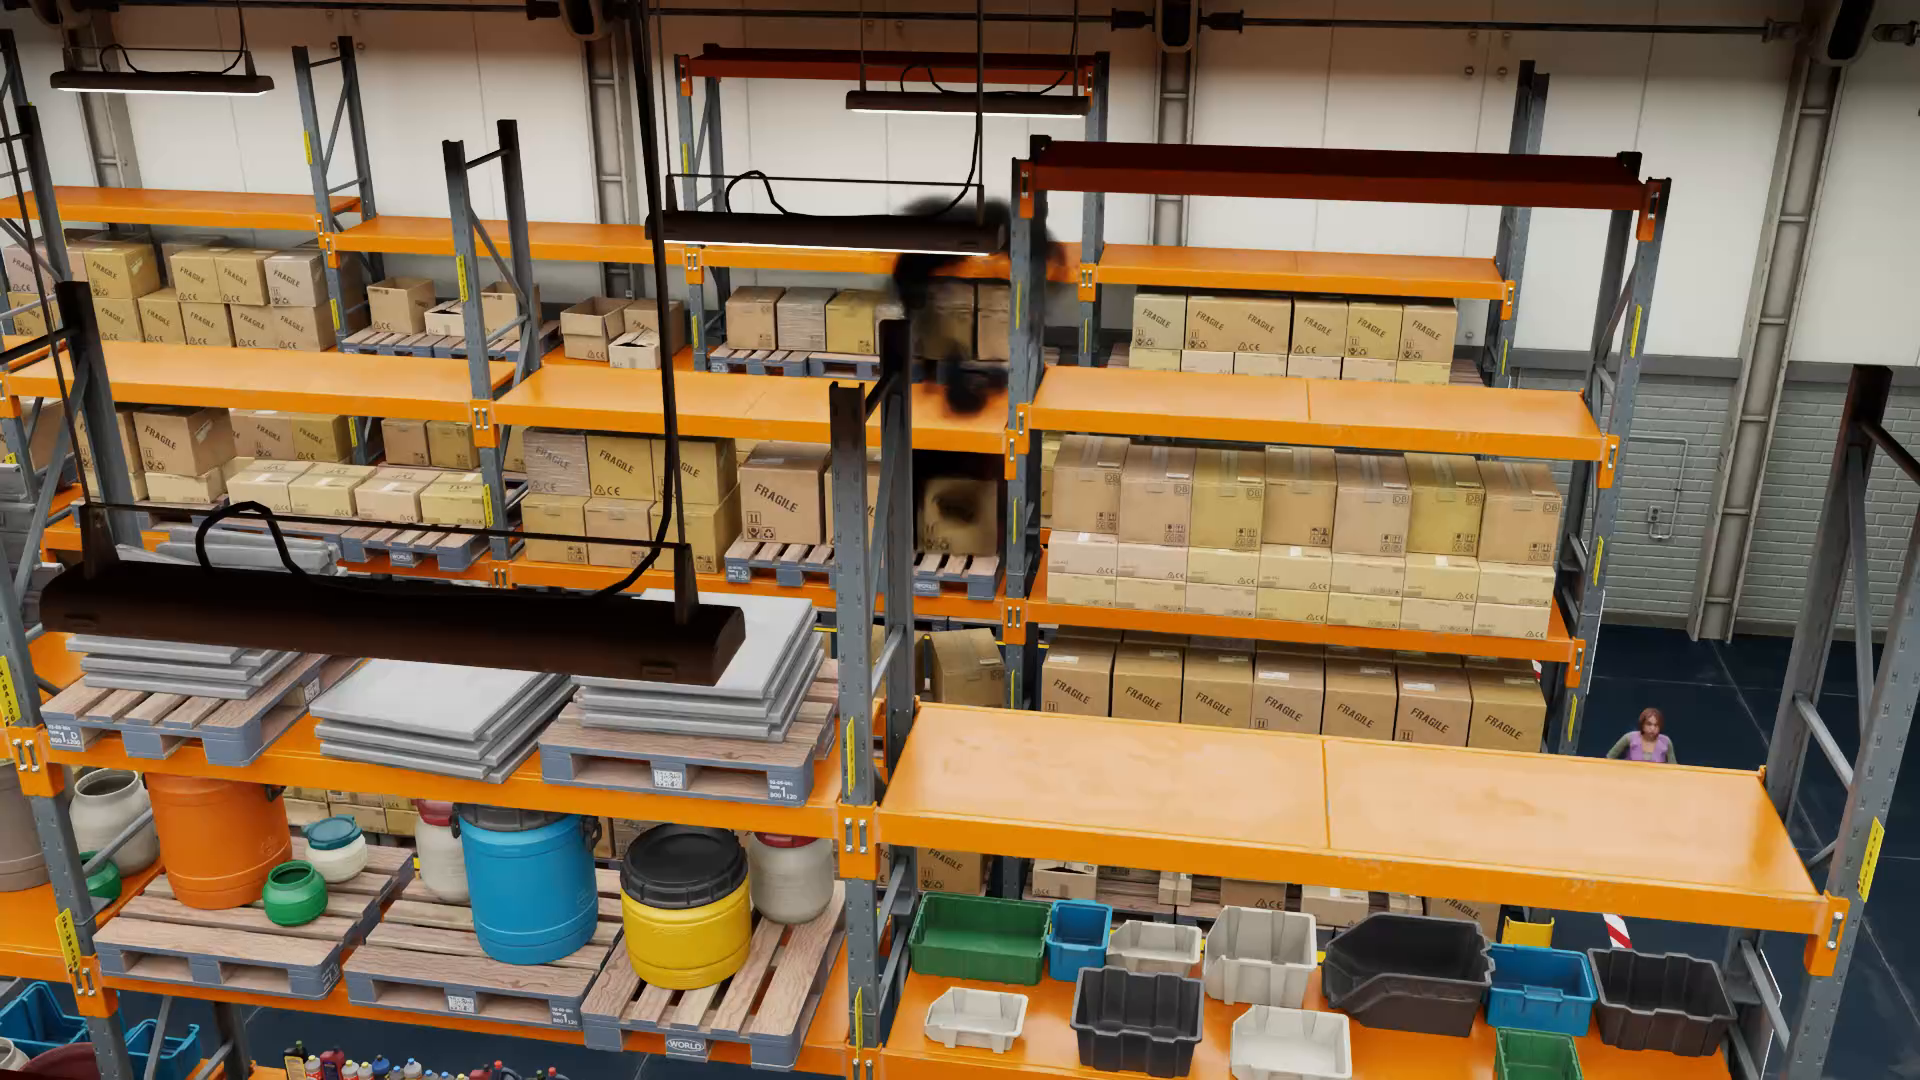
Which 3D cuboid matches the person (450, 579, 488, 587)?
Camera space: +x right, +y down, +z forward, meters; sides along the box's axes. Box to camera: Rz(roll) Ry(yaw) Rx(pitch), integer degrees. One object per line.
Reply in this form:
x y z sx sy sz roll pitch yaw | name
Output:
-4.878 0.731 16.716 0.819 1.503 0.590 -5 24 -12 | person

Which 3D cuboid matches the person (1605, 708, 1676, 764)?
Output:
5.507 2.058 13.540 0.541 1.540 0.651 6 24 14 | person
